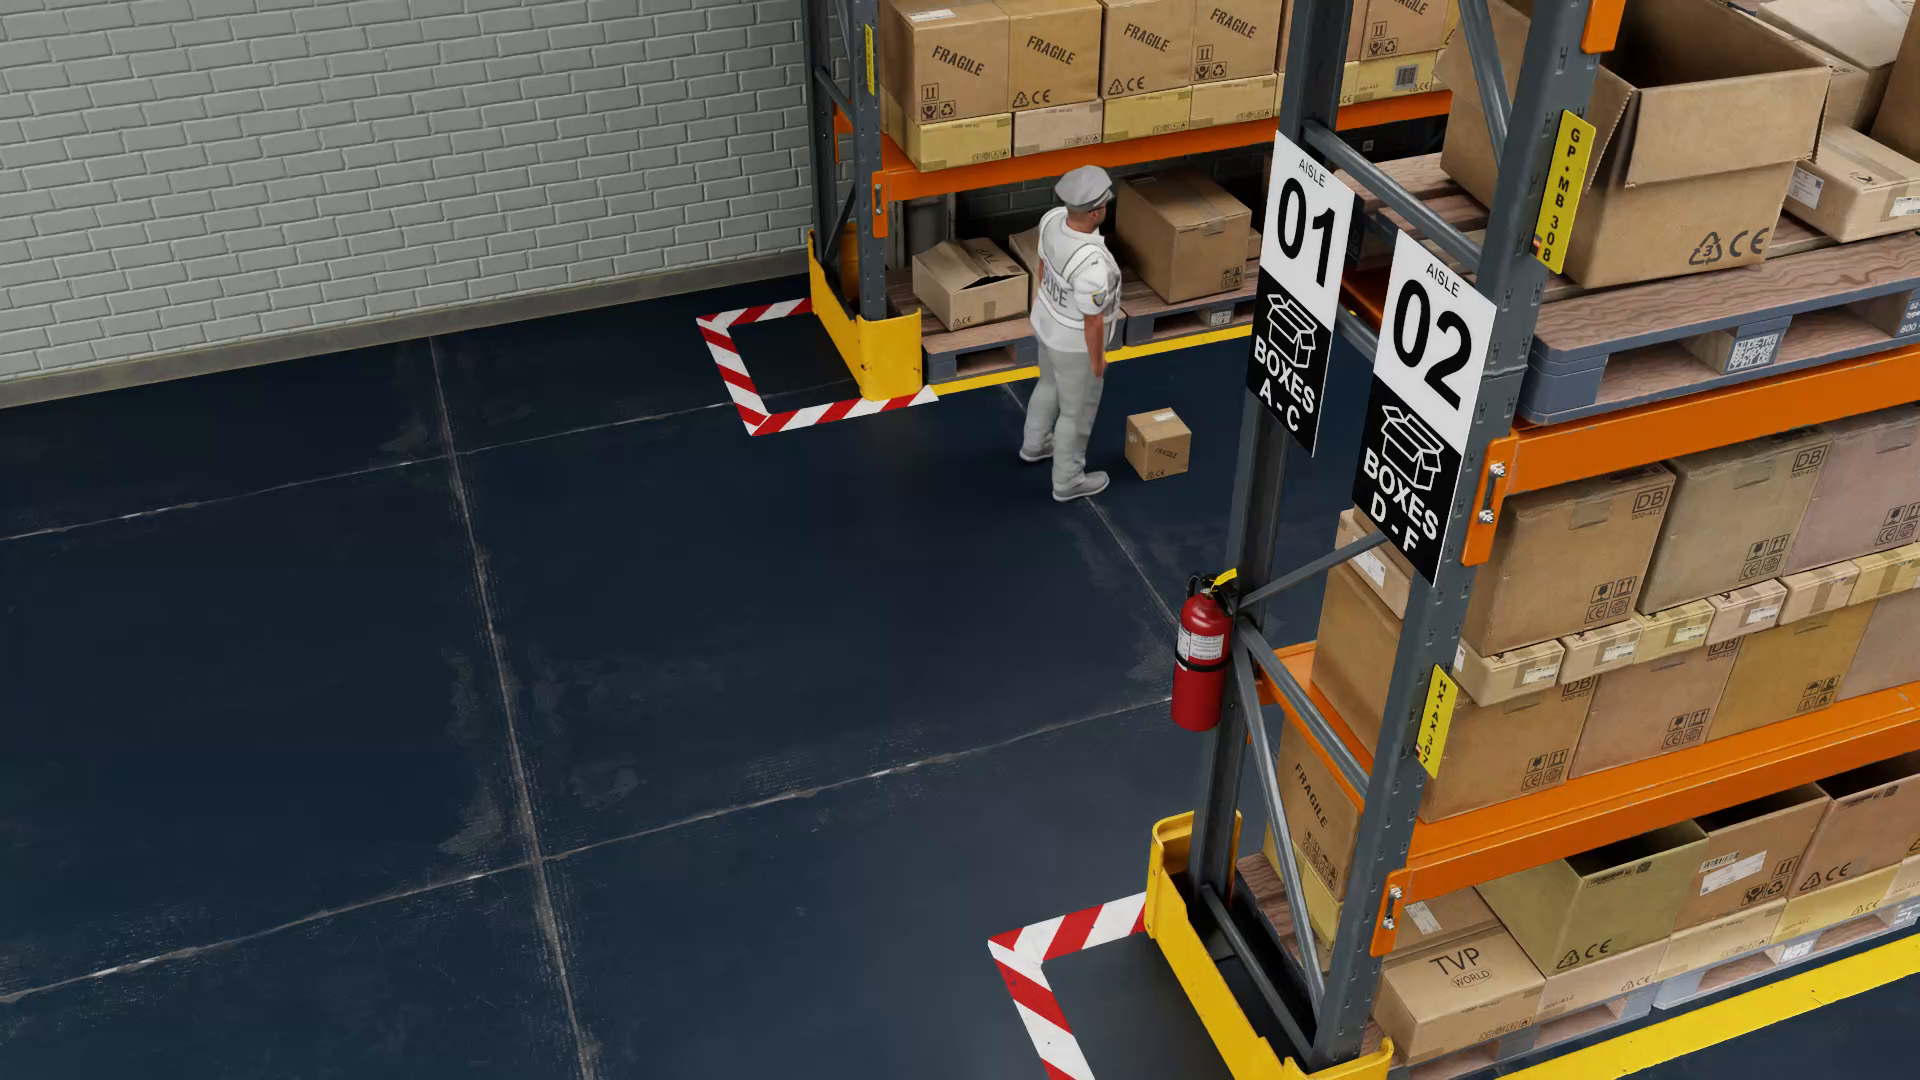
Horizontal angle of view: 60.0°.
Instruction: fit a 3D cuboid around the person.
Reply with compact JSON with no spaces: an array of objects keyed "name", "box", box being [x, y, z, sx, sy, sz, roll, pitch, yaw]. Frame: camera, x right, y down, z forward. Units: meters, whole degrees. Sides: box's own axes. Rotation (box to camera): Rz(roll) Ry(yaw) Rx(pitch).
[{"name":"person","box":[0.552,-1.015,8.077,0.397,1.774,0.643,-12,39,-15]}]
